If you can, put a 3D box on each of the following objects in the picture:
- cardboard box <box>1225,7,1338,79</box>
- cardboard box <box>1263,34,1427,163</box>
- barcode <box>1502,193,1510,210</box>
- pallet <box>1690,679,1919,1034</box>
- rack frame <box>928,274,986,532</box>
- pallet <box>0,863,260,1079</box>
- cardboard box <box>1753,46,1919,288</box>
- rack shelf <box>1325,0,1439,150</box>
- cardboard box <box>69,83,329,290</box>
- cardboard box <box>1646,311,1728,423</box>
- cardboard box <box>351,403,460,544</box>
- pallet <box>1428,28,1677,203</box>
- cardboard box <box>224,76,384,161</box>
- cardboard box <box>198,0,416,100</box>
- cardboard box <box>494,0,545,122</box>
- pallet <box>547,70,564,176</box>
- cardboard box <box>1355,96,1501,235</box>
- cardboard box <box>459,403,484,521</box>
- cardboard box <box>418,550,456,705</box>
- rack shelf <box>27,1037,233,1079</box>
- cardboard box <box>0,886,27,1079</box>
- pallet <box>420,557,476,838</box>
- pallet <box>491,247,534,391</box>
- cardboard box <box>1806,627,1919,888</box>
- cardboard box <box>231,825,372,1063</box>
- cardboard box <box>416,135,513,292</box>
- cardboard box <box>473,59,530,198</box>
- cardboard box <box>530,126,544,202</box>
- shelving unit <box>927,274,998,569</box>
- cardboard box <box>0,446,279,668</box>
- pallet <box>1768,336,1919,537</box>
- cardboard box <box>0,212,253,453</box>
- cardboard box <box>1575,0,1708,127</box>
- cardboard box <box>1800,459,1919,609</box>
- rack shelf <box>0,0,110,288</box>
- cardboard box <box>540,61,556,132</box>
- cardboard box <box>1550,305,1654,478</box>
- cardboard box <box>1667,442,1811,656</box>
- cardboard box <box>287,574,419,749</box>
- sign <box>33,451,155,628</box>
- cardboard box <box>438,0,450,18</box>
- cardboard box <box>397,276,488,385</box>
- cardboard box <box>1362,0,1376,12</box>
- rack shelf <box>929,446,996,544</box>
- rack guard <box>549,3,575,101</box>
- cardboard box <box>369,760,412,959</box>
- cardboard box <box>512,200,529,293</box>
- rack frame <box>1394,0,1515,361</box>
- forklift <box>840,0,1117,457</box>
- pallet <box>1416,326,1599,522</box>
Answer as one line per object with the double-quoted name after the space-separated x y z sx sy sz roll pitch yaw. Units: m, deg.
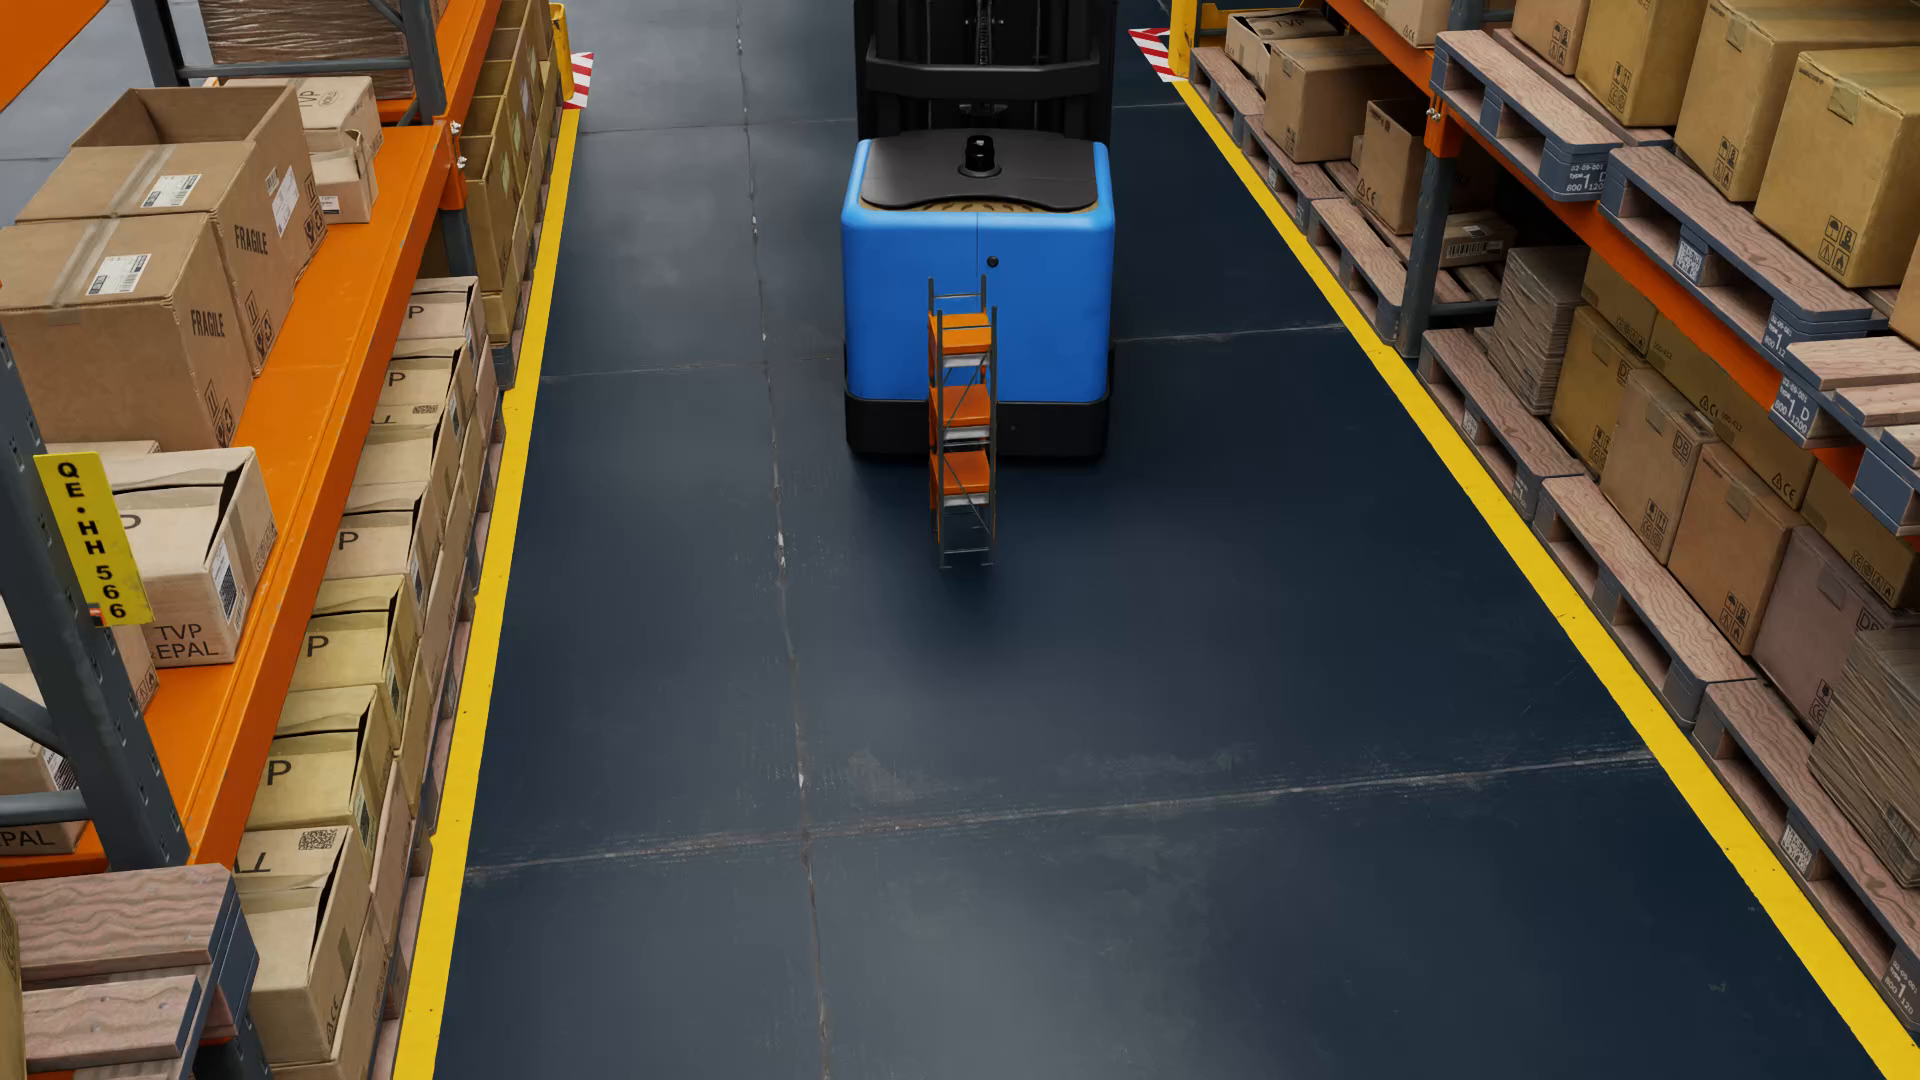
1.934 -3.023 10.020 0.500 0.311 0.500 -8 35 -12 "cardboard box"
2.060 -2.370 8.894 0.700 0.500 0.500 -6 35 -9 "cardboard box"
2.651 -1.644 8.076 0.001 0.075 0.075 -4 35 -6 "barcode"
2.902 0.835 4.838 1.003 0.211 1.213 -4 35 -6 "pallet"
-0.009 -0.472 6.010 0.200 1.050 0.008 -4 35 -6 "rack frame"
-1.741 0.948 2.366 1.213 0.211 1.003 -4 35 -6 "pallet"
2.743 -1.060 4.662 0.700 0.500 0.500 -4 35 -6 "cardboard box"
2.199 -2.932 8.528 1.077 0.370 4.000 -4 35 -6 "rack shelf"
-2.282 -1.054 5.044 0.500 0.500 0.500 -2 34 -3 "cardboard box"
2.720 -0.627 5.670 0.500 0.250 0.500 -5 35 -8 "cardboard box"
-1.961 -0.233 5.498 0.500 0.311 0.500 -4 35 -7 "cardboard box"
2.427 -1.597 6.100 1.003 0.211 1.213 -4 35 -6 "pallet"
-2.331 -1.403 5.778 0.500 0.250 0.500 -2 34 -3 "cardboard box"
-2.506 -2.025 6.469 0.700 0.500 0.500 -5 35 -8 "cardboard box"
-2.462 -2.482 8.631 0.500 0.500 0.500 -4 35 -6 "cardboard box"
-2.834 -2.393 9.573 1.003 0.211 1.213 -4 35 -6 "pallet"
2.289 -1.839 8.113 0.500 0.500 0.500 -7 35 -10 "cardboard box"
-2.031 -0.282 6.069 0.500 0.250 0.500 -5 35 -7 "cardboard box"
-1.895 0.288 5.233 0.500 0.250 0.500 -4 34 -5 "cardboard box"
-1.633 1.909 1.424 1.077 0.370 4.000 -4 35 -6 "rack shelf"
-1.706 0.624 2.209 0.700 0.500 0.500 -16 37 -22 "cardboard box"
-2.135 0.506 5.319 1.003 0.211 1.213 -4 35 -6 "pallet"
-2.506 -1.031 7.575 1.003 0.211 1.213 -4 35 -6 "pallet"
2.858 0.572 4.576 0.700 0.500 0.500 -4 34 -6 "cardboard box"
-1.682 0.912 3.818 0.500 0.311 0.500 -3 34 -5 "cardboard box"
-2.192 -1.366 6.994 0.500 0.500 0.500 -4 35 -6 "cardboard box"
-2.327 -1.924 7.812 0.500 0.500 0.500 -4 35 -6 "cardboard box"
-2.400 -1.893 8.432 0.500 0.250 0.500 -4 35 -6 "cardboard box"
0.007 -0.404 5.911 0.215 1.050 0.252 -4 35 -6 "shelving unit"
-1.831 0.019 3.638 0.500 0.311 0.500 -5 35 -7 "cardboard box"
2.805 -0.192 4.038 1.213 0.211 1.003 -4 35 -6 "pallet"
-2.144 -0.481 4.203 0.500 0.500 0.500 -6 35 -9 "cardboard box"
2.571 -1.738 5.657 0.700 0.500 0.500 -1 34 -1 "cardboard box"
2.843 -0.061 4.839 0.500 0.250 0.500 -4 34 -5 "cardboard box"
-2.171 -1.562 3.854 1.077 0.370 4.000 -4 35 -6 "rack shelf"
-2.534 -2.451 9.251 0.500 0.250 0.500 -4 35 -6 "cardboard box"
2.703 -0.568 6.249 0.700 0.500 0.500 -5 35 -7 "cardboard box"
2.809 0.000 5.415 0.700 0.500 0.500 -5 35 -7 "cardboard box"
-1.827 0.335 4.666 0.500 0.311 0.500 -5 35 -8 "cardboard box"
-1.366 0.004 2.623 0.100 0.325 0.005 -4 35 -6 "sign"
-2.647 -2.599 7.311 0.700 0.500 0.500 -4 34 -6 "cardboard box"
-2.102 -0.801 6.333 0.500 0.311 0.500 -4 35 -6 "cardboard box"
2.045 -2.580 7.487 0.500 0.250 0.500 -4 35 -6 "cardboard box"
0.007 -0.166 6.073 0.215 0.259 0.240 -4 35 -6 "rack shelf"
-2.981 -2.949 10.133 1.175 0.500 0.348 -4 35 -6 "rack guard"
-1.750 0.864 4.388 0.500 0.250 0.500 -5 35 -8 "cardboard box"
-2.264 -1.335 7.614 0.500 0.250 0.500 -4 35 -6 "cardboard box"
2.468 -2.114 6.688 1.000 3.000 0.127 -4 35 -6 "rack frame"
0.112 -2.342 7.084 1.130 2.935 3.031 1 34 2 "forklift"
2.574 -0.527 6.836 1.003 0.211 1.213 -4 35 -6 "pallet"
